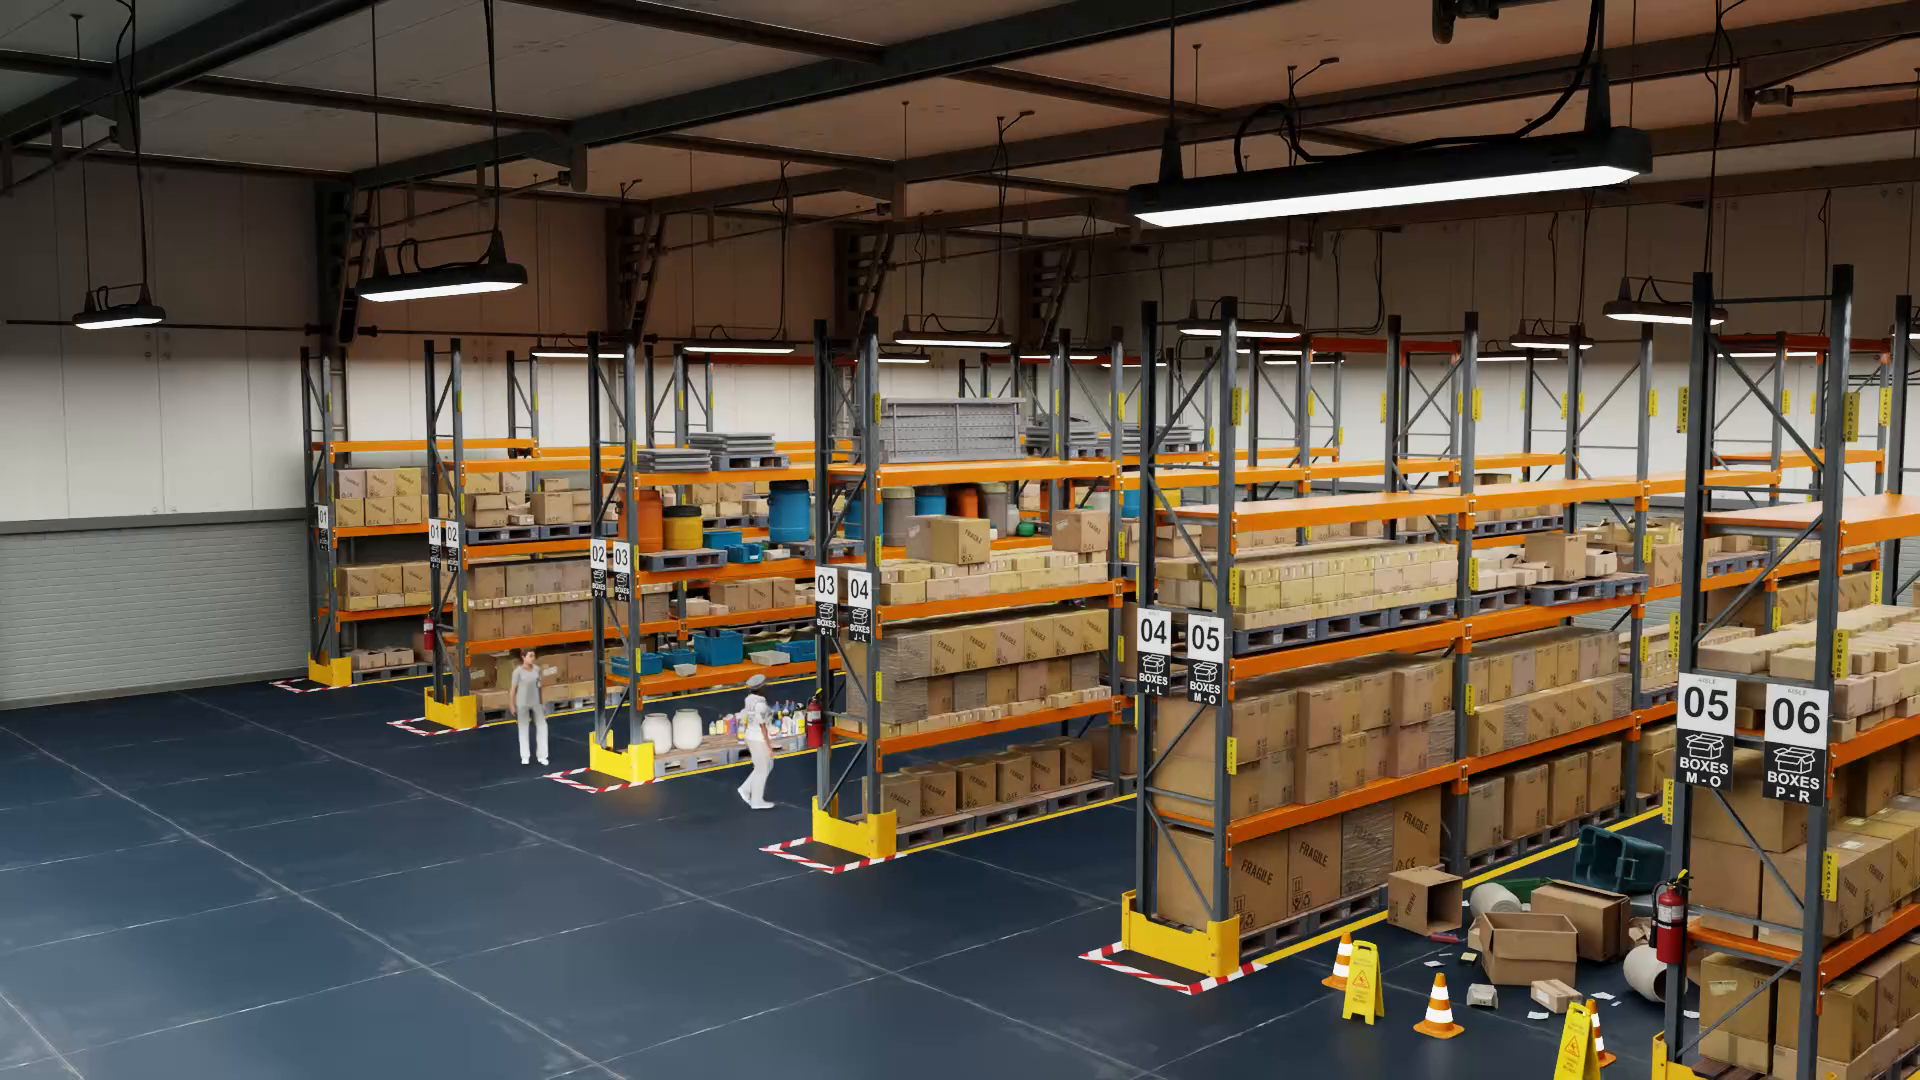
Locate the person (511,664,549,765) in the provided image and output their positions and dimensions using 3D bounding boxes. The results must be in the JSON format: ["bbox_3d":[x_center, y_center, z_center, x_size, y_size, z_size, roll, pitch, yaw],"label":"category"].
[{"bbox_3d":[-6.012,2.444,23.190,0.495,1.452,0.432,-4,6,-38],"label":"person"}]

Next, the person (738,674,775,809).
[{"bbox_3d":[-2.514,2.497,20.609,0.465,1.686,0.447,-1,5,-14],"label":"person"}]
